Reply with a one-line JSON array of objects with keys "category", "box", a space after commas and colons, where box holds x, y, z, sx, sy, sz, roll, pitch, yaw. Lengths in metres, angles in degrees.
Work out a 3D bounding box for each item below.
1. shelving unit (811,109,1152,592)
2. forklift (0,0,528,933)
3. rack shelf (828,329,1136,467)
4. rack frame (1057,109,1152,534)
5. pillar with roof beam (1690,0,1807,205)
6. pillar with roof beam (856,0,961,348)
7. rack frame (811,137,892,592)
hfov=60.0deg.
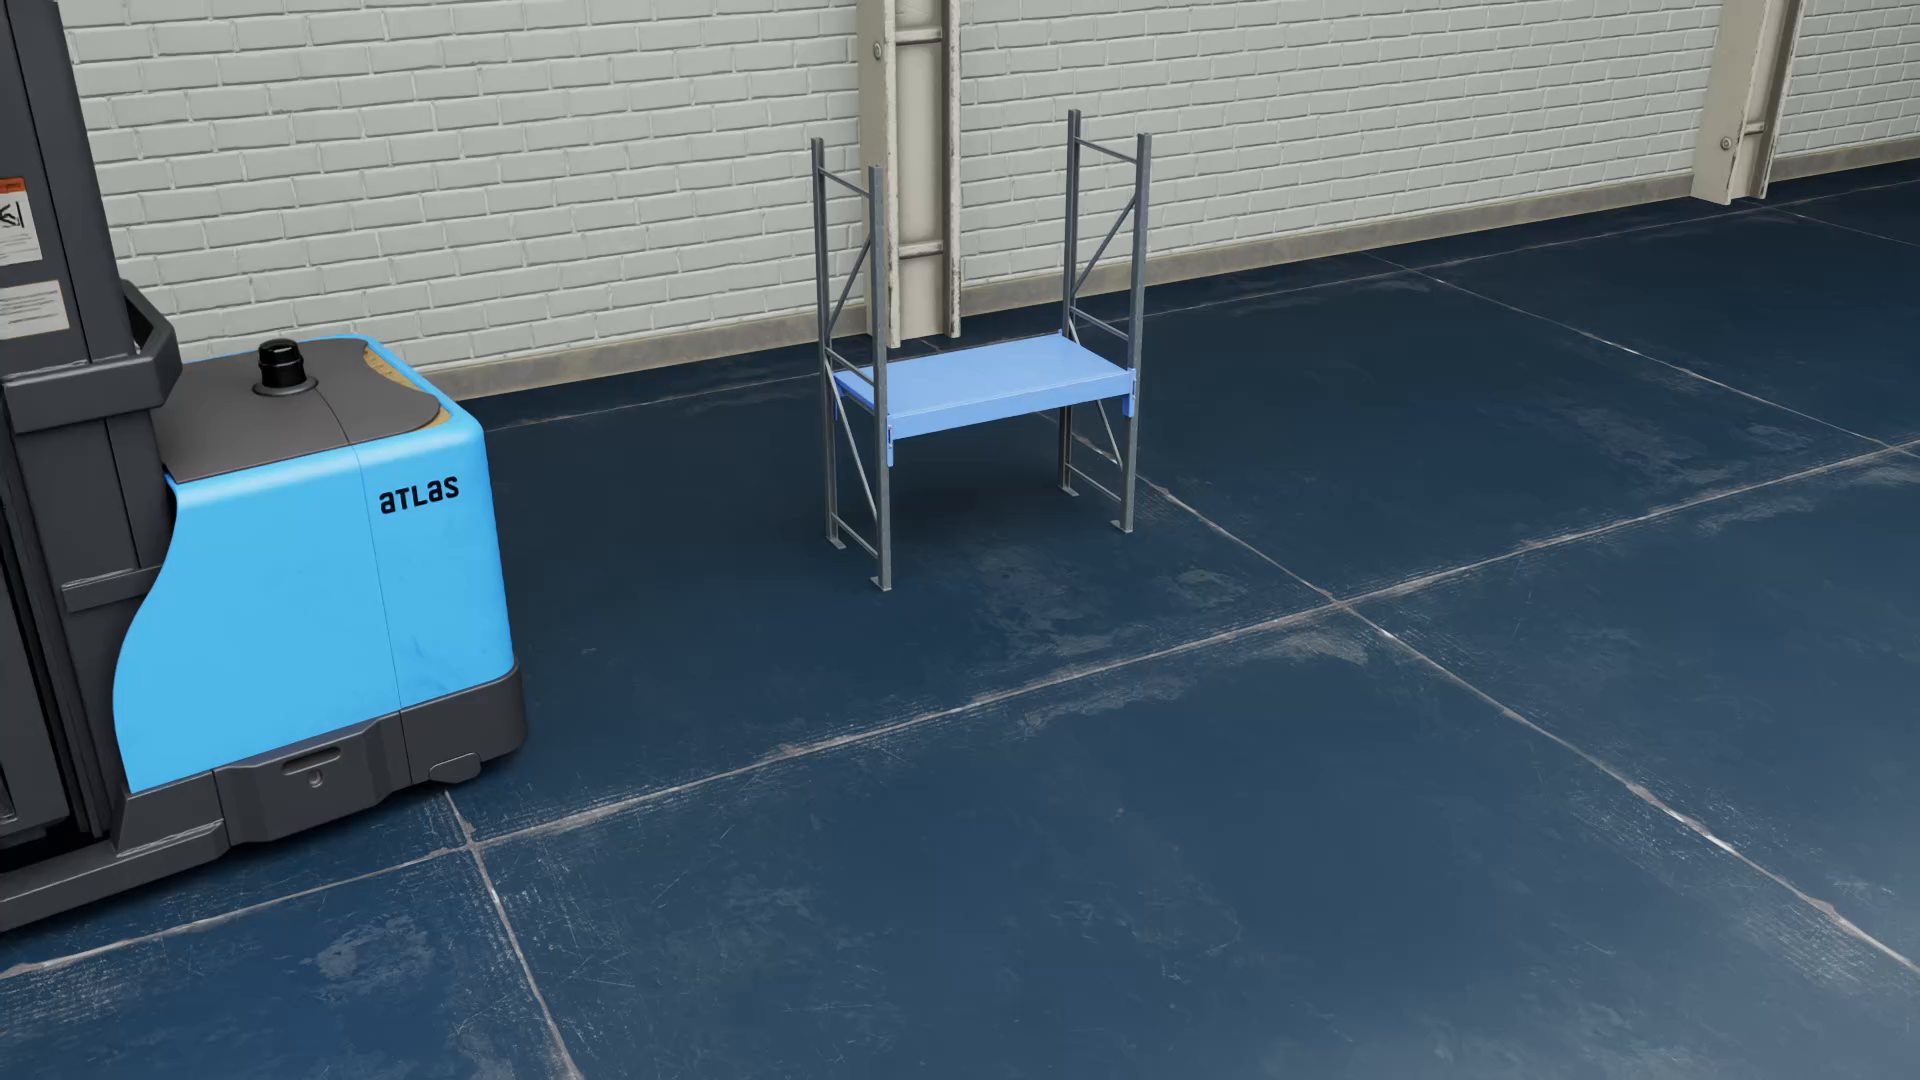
[{"category": "shelving unit", "box": [0.075, -0.693, 5.962, 1.048, 1.500, 0.538, -13, 29, -25]}, {"category": "forklift", "box": [-2.759, -0.463, 3.828, 3.031, 2.935, 1.130, -17, 31, -32]}, {"category": "rack shelf", "box": [0.075, -0.531, 6.039, 1.000, 0.185, 0.538, -13, 29, -25]}, {"category": "rack frame", "box": [0.524, -0.797, 6.177, 0.032, 1.500, 0.500, -13, 29, -25]}, {"category": "pillar with roof beam", "box": [7.080, -4.681, 5.602, 0.400, 9.000, 9.100, -13, 29, -25]}, {"category": "pillar with roof beam", "box": [1.785, -3.459, 3.057, 0.400, 9.000, 9.100, -13, 29, -25]}, {"category": "rack frame", "box": [-0.373, -0.590, 5.746, 0.032, 1.500, 0.500, -13, 29, -25]}]
